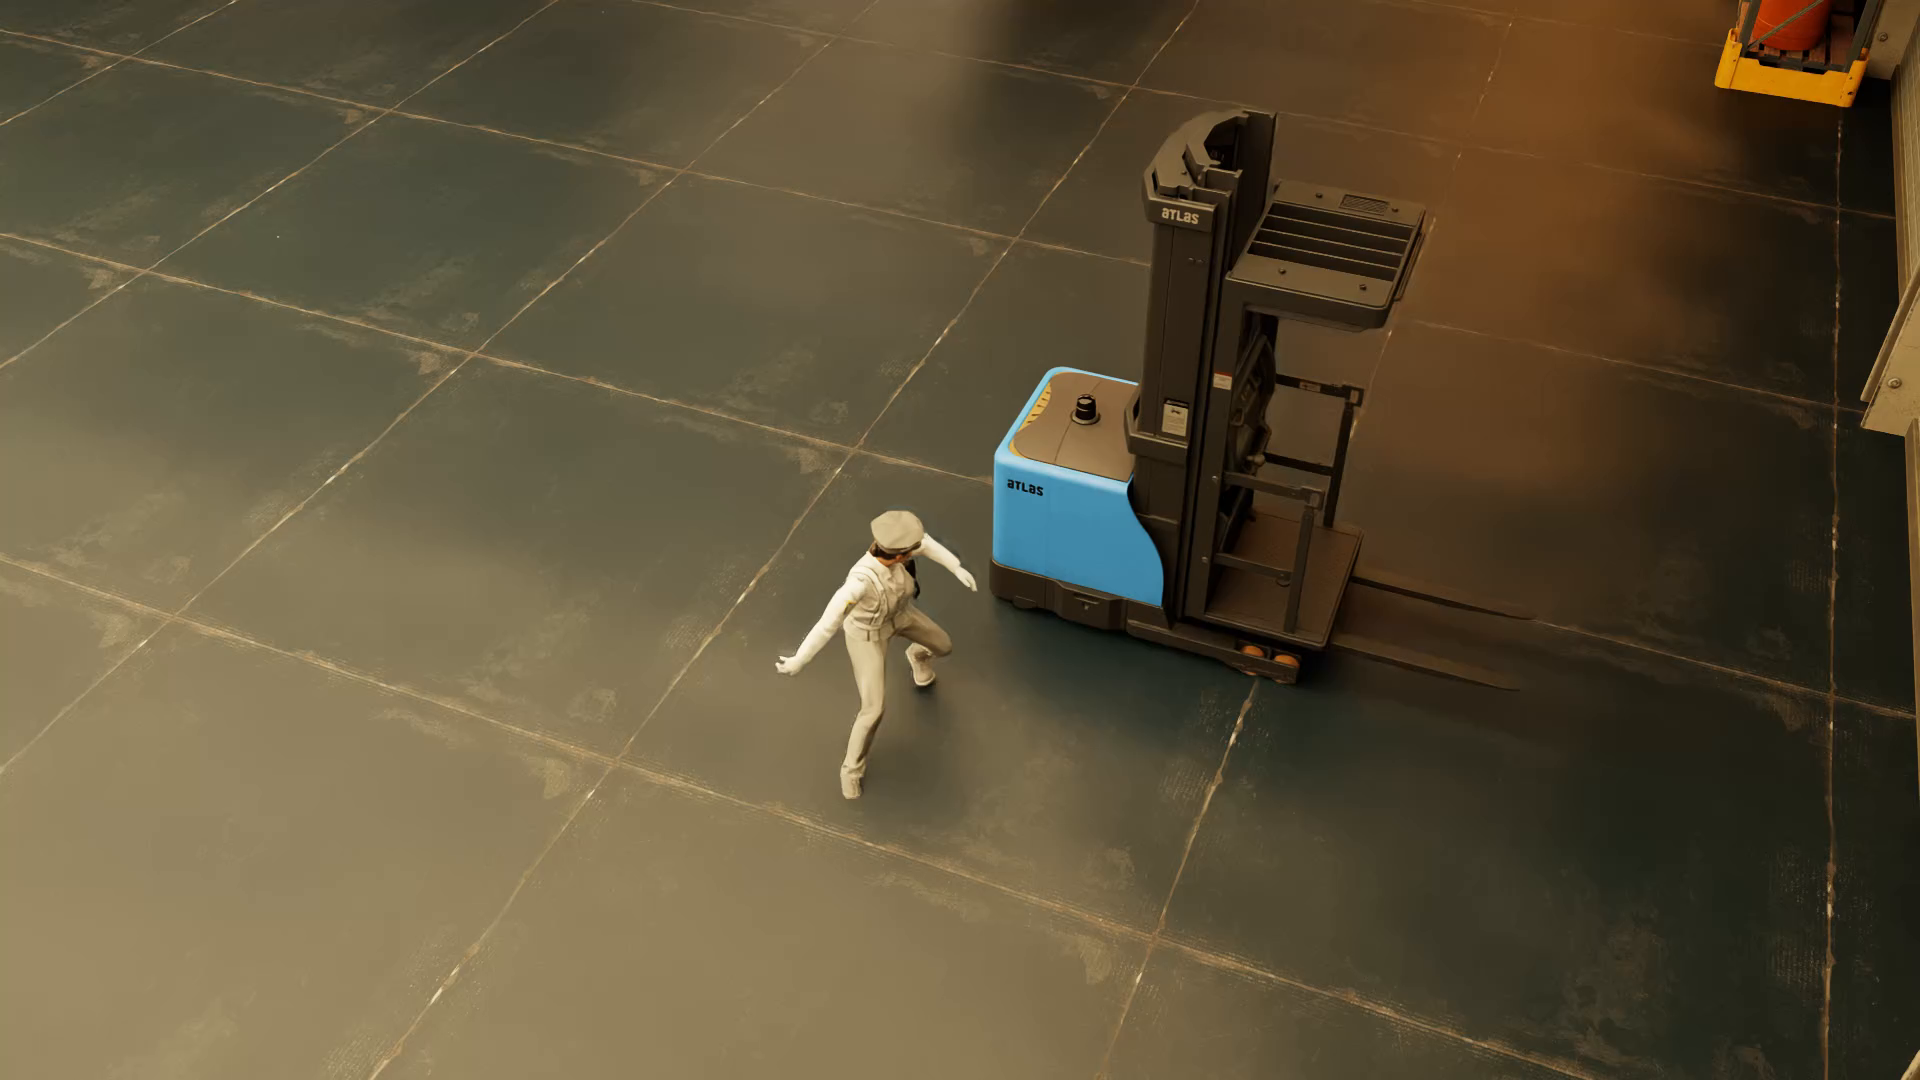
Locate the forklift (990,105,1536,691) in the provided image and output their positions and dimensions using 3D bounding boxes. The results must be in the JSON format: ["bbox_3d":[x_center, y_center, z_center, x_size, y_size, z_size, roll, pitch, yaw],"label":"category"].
[{"bbox_3d":[1.744,-0.705,8.849,3.031,2.935,1.130,15,42,17],"label":"forklift"}]

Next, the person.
[{"bbox_3d":[-0.412,0.513,8.576,0.520,1.606,1.060,29,48,30],"label":"person"}]
